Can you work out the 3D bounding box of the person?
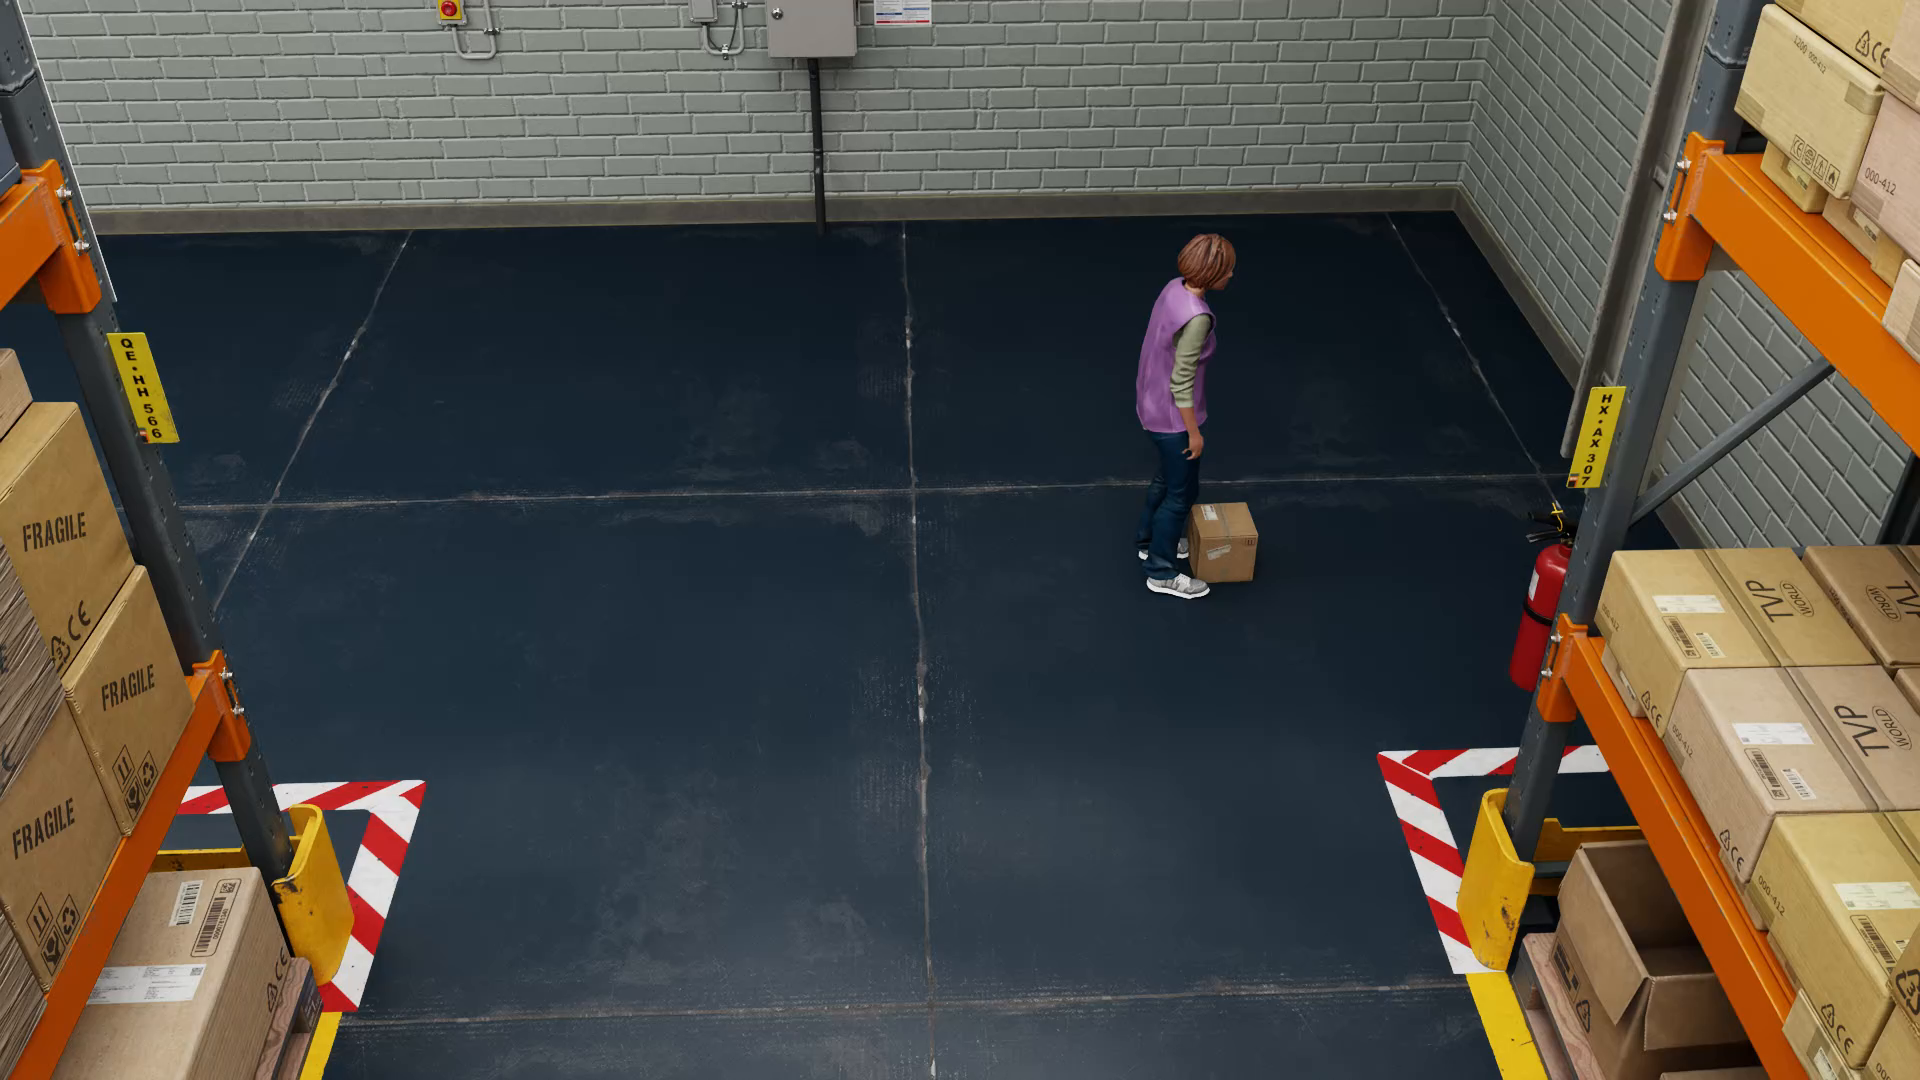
[{"bbox_3d":[0.904,-0.520,6.878,0.344,1.593,0.463,-1,36,-2],"label":"person"}]
